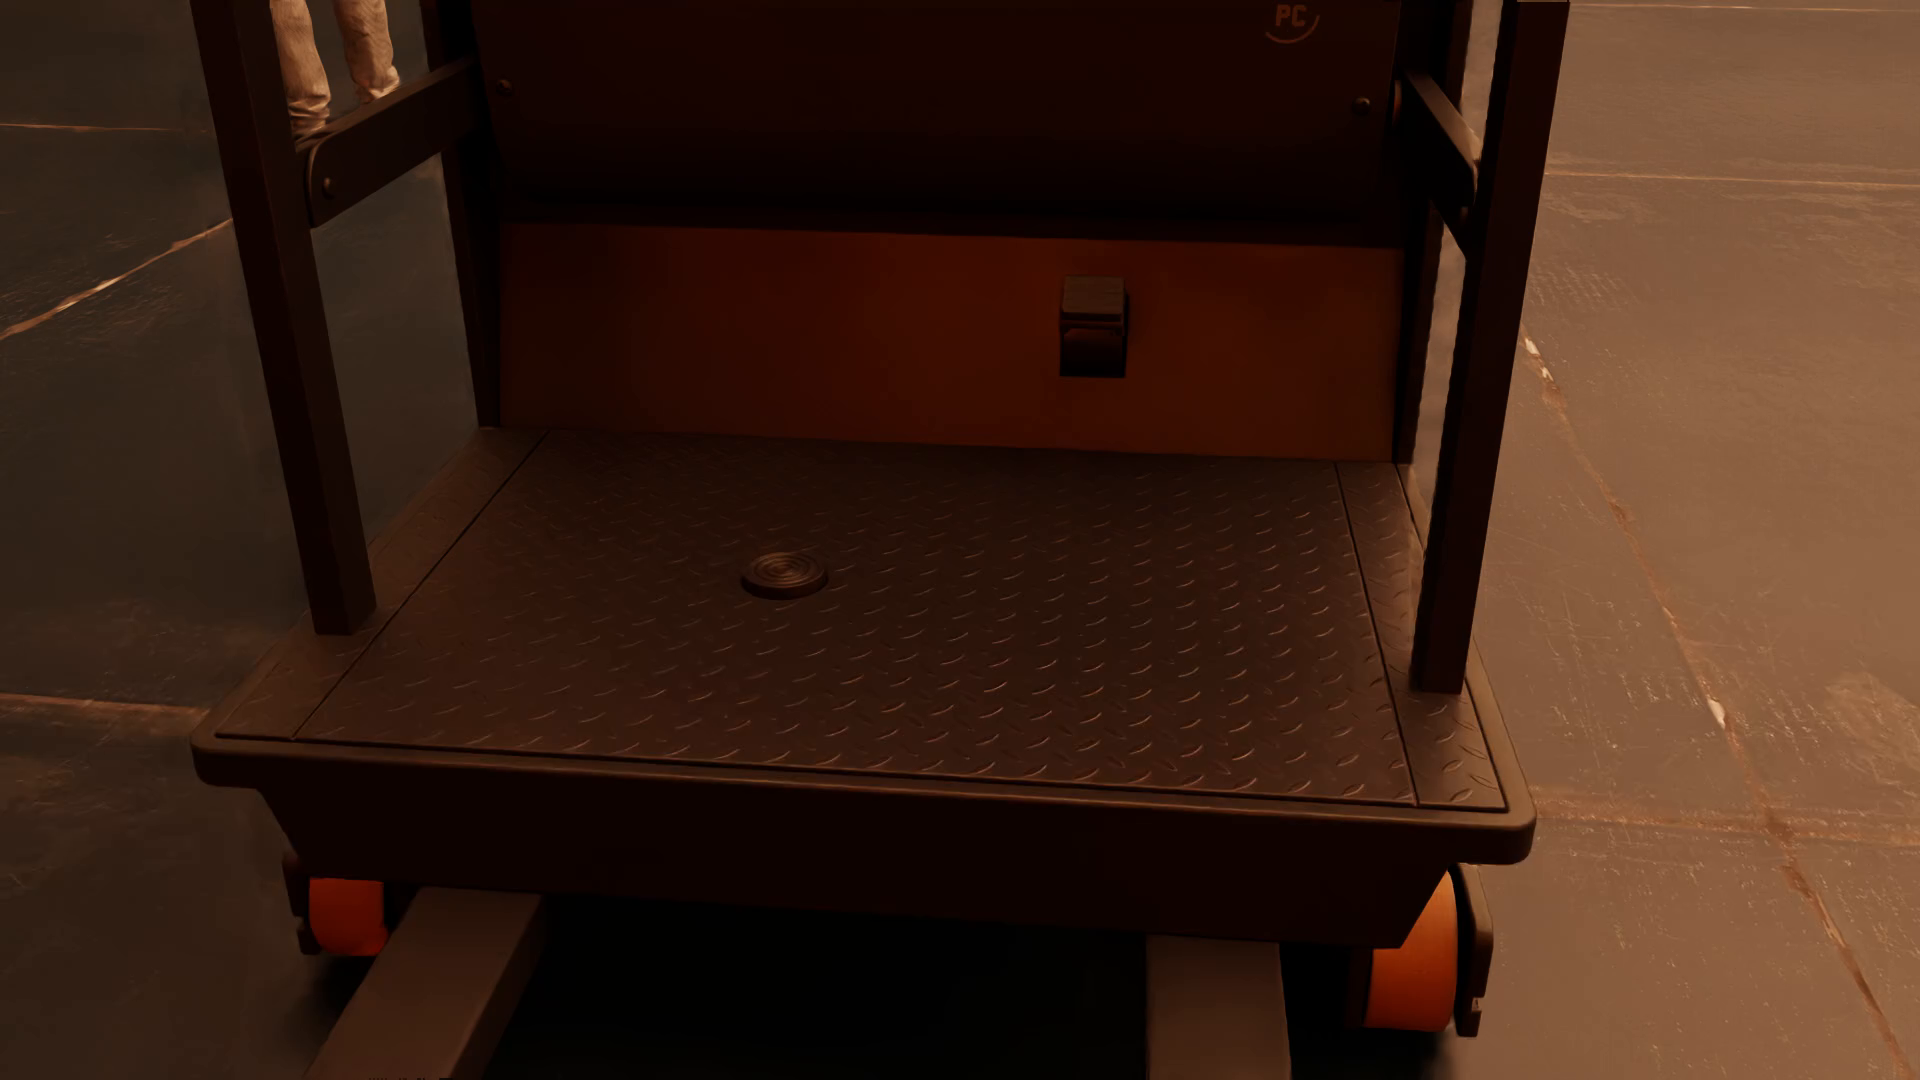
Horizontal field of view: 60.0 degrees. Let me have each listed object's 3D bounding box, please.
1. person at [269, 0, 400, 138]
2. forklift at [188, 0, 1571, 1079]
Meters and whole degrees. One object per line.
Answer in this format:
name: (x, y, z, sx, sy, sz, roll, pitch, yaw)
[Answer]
person: (-1.903, -2.003, 4.524, 0.622, 1.773, 0.554, -17, 31, -30)
forklift: (-0.051, -1.009, 1.239, 1.130, 2.935, 3.031, 3, 27, 5)
